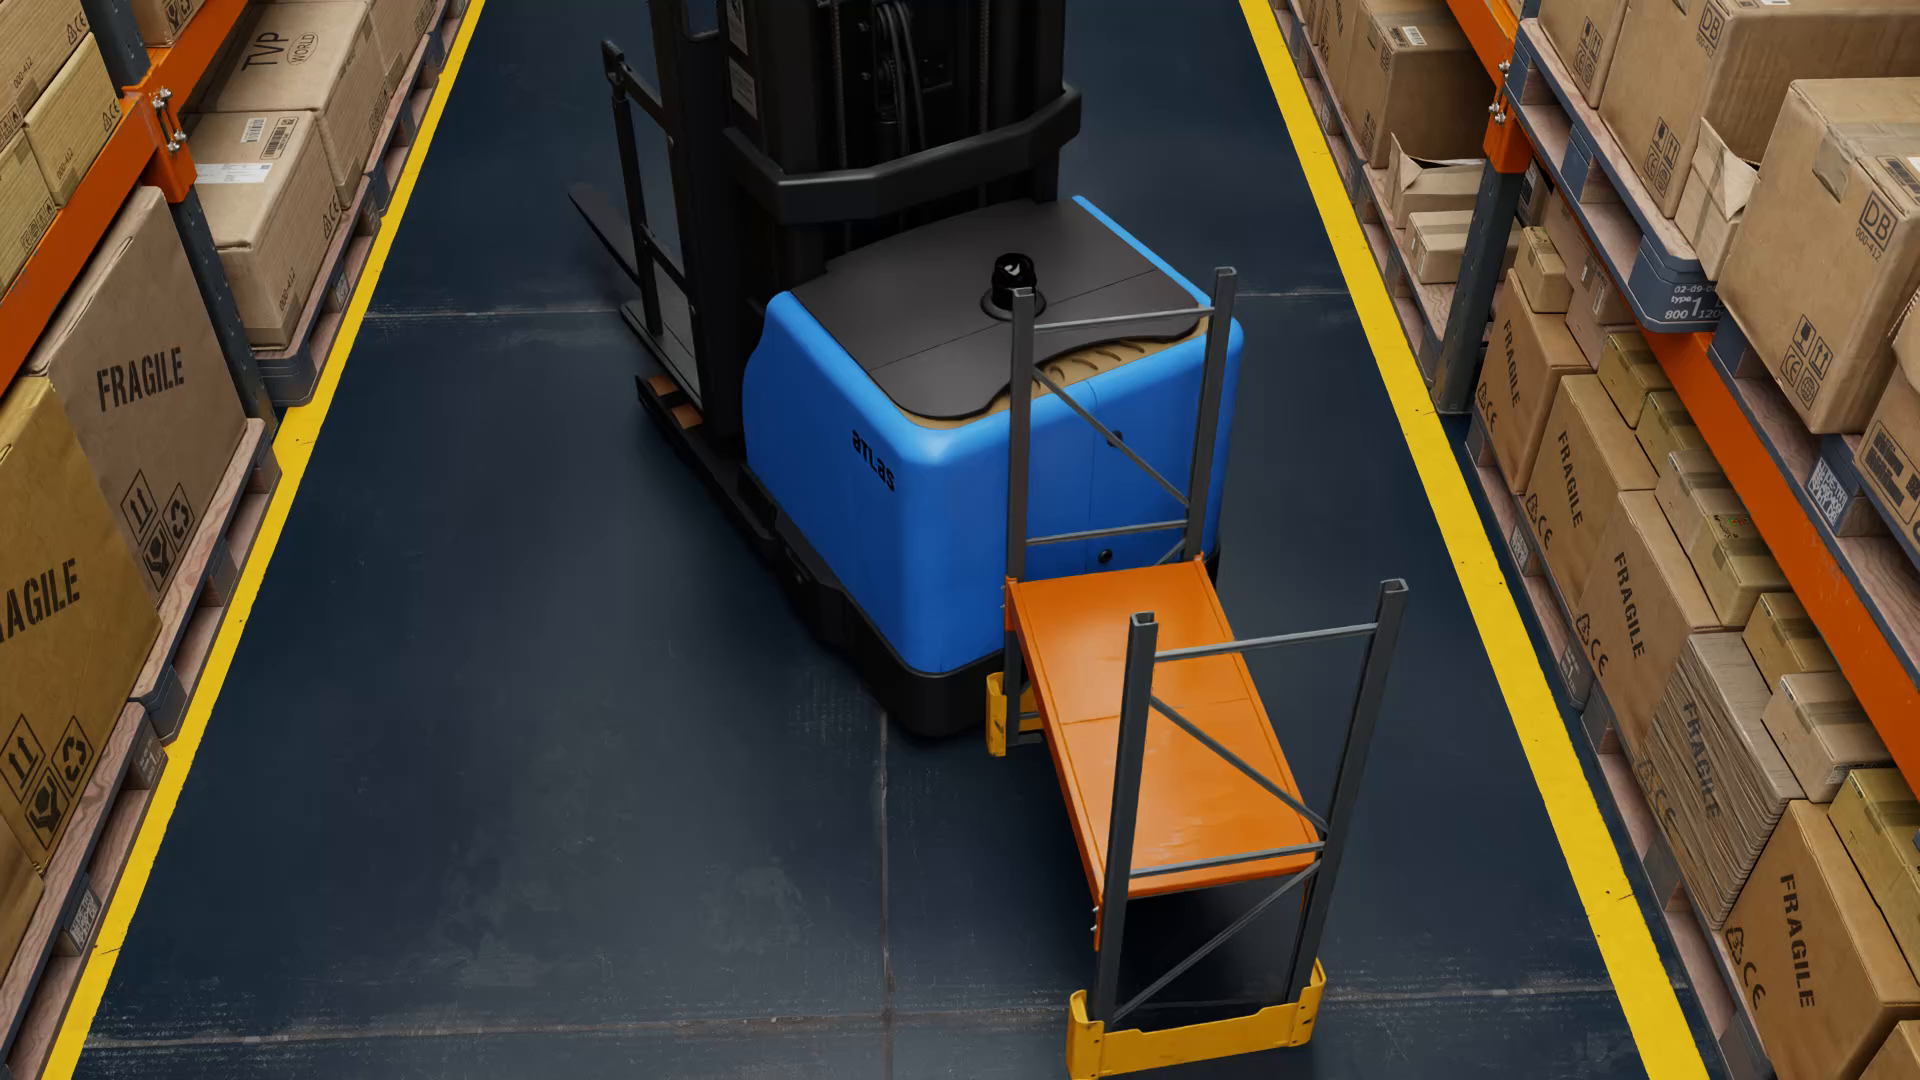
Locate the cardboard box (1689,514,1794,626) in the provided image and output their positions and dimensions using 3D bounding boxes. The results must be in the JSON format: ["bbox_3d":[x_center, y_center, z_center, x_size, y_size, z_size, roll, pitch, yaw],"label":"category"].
[{"bbox_3d":[2.007,0.071,4.012,0.380,0.149,0.250,0,43,0],"label":"cardboard box"}]

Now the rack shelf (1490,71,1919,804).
[{"bbox_3d":[2.224,0.029,3.531,1.077,0.370,4.000,-2,43,-2],"label":"rack shelf"}]

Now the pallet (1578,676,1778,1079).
[{"bbox_3d":[2.266,0.816,4.204,1.003,0.211,1.213,-2,43,-2],"label":"pallet"}]

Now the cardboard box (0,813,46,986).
[{"bbox_3d":[-2.630,0.817,3.401,0.875,0.875,0.875,-1,43,-1],"label":"cardboard box"}]

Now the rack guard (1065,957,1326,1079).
[{"bbox_3d":[0.541,1.109,3.855,0.587,0.250,0.087,-7,43,-8],"label":"rack guard"}]

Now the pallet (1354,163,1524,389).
[{"bbox_3d":[2.111,-1.022,6.209,1.003,0.211,1.213,-2,43,-2],"label":"pallet"}]

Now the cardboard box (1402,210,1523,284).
[{"bbox_3d":[1.822,-1.058,5.983,0.380,0.149,0.250,-3,43,-3],"label":"cardboard box"}]

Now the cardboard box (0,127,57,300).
[{"bbox_3d":[-2.528,-0.746,3.955,0.500,0.250,0.500,-2,43,-2],"label":"cardboard box"}]

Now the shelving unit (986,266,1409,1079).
[{"bbox_3d":[0.453,0.317,3.794,0.587,1.500,1.083,-7,43,-8],"label":"shelving unit"}]

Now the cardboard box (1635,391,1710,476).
[{"bbox_3d":[2.025,-0.266,4.380,0.380,0.149,0.250,-2,43,-3],"label":"cardboard box"}]

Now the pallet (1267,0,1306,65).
[{"bbox_3d":[2.008,-2.669,8.006,1.003,0.211,1.213,-2,43,-2],"label":"pallet"}]

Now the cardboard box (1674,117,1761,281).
[{"bbox_3d":[1.815,-0.742,3.629,0.396,0.266,0.258,0,43,0],"label":"cardboard box"}]

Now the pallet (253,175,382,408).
[{"bbox_3d":[-2.774,-0.929,6.107,1.003,0.211,1.213,-2,43,-2],"label":"pallet"}]

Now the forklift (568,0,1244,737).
[{"bbox_3d":[-0.441,-1.520,4.739,1.130,2.935,3.031,-22,47,-22],"label":"forklift"}]

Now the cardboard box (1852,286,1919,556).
[{"bbox_3d":[2.055,-0.175,2.834,0.797,0.503,0.637,-3,43,-3],"label":"cardboard box"}]

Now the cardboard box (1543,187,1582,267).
[{"bbox_3d":[1.949,-0.920,4.873,0.380,0.149,0.250,-2,43,-3],"label":"cardboard box"}]

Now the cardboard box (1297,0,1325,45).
[{"bbox_3d":[1.898,-2.526,7.325,0.700,0.500,0.500,0,43,0],"label":"cardboard box"}]

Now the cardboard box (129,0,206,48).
[{"bbox_3d":[-2.578,-1.802,4.922,0.500,0.500,0.500,0,43,0],"label":"cardboard box"}]

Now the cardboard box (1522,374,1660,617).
[{"bbox_3d":[1.968,-0.127,4.708,0.500,0.500,0.500,-2,43,-2],"label":"cardboard box"}]

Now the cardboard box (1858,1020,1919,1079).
[{"bbox_3d":[2.066,1.263,3.191,0.500,0.500,0.500,-2,43,-2],"label":"cardboard box"}]

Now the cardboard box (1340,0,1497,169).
[{"bbox_3d":[1.942,-1.825,6.560,0.700,0.500,0.500,-3,43,-3],"label":"cardboard box"}]

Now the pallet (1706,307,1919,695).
[{"bbox_3d":[2.222,-0.128,3.311,1.003,0.211,1.213,-2,43,-2],"label":"pallet"}]

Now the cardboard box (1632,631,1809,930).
[{"bbox_3d":[2.000,0.560,3.958,0.500,0.500,0.500,-3,43,-3],"label":"cardboard box"}]

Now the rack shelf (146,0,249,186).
[{"bbox_3d":[-2.905,-2.526,6.318,1.077,0.370,4.000,-2,43,-2],"label":"rack shelf"}]

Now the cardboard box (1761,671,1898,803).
[{"bbox_3d":[2.007,0.420,3.631,0.380,0.149,0.250,-4,43,-4],"label":"cardboard box"}]

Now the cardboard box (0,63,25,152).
[{"bbox_3d":[-2.529,-0.942,3.799,0.500,0.250,0.500,-1,43,-1],"label":"cardboard box"}]

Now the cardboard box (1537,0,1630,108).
[{"bbox_3d":[1.936,-1.445,4.222,0.700,0.500,0.500,-1,43,-1],"label":"cardboard box"}]

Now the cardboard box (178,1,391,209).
[{"bbox_3d":[-2.778,-1.683,6.451,0.875,0.438,0.875,-3,43,-3],"label":"cardboard box"}]

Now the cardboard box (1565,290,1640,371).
[{"bbox_3d":[1.978,-0.624,4.770,0.380,0.149,0.250,-3,43,-3],"label":"cardboard box"}]

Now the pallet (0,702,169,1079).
[{"bbox_3d":[-2.657,0.931,4.078,1.003,0.211,1.213,-2,43,-2],"label":"pallet"}]

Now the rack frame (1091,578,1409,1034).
[{"bbox_3d":[0.545,0.661,3.419,0.500,1.500,0.032,-7,43,-8],"label":"rack frame"}]

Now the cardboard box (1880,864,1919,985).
[{"bbox_3d":[2.060,0.774,3.245,0.380,0.149,0.250,0,43,-1],"label":"cardboard box"}]

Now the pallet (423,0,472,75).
[{"bbox_3d":[-2.877,-2.576,7.904,1.003,0.211,1.213,-2,43,-2],"label":"pallet"}]

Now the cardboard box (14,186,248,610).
[{"bbox_3d":[-2.713,-0.396,4.724,0.875,0.875,0.875,0,43,0],"label":"cardboard box"}]

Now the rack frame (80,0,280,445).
[{"bbox_3d":[-2.820,-1.441,4.602,1.000,3.000,0.127,-2,43,-2],"label":"rack frame"}]
